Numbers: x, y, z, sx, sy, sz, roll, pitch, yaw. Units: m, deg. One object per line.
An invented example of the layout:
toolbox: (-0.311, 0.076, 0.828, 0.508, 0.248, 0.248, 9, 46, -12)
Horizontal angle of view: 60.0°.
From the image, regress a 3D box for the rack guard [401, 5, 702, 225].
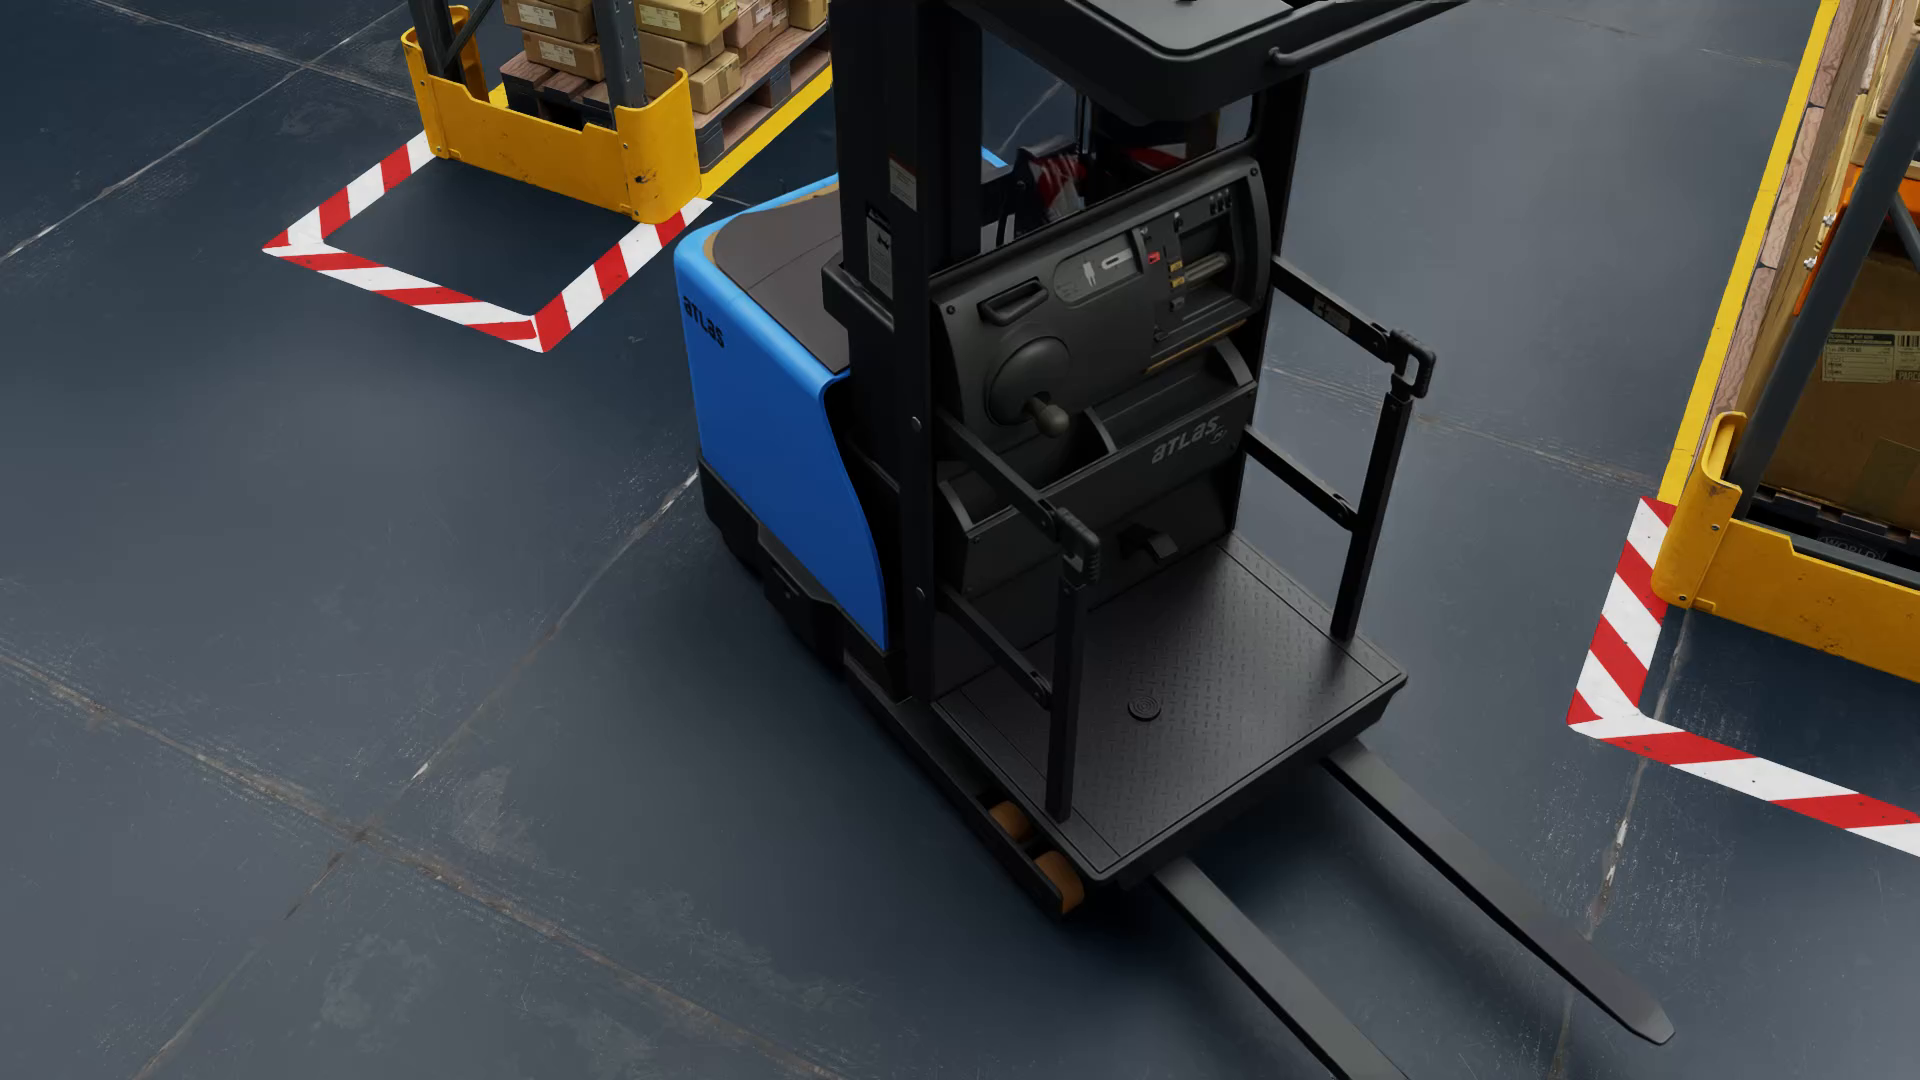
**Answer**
rack guard: (-1.605, -1.685, 6.564, 1.175, 0.500, 0.348, 20, 49, 19)

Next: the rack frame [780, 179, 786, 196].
rack frame: (-0.473, -0.718, 5.327, 0.006, 0.900, 0.240, -29, 52, -26)

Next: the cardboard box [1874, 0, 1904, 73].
cardboard box: (2.817, -1.382, 4.684, 0.380, 0.149, 0.250, 21, 49, 19)

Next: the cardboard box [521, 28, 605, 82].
cardboard box: (-1.581, -2.062, 6.888, 0.380, 0.149, 0.250, 21, 49, 20)

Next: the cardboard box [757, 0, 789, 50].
cardboard box: (-0.955, -2.236, 7.061, 0.380, 0.149, 0.250, 21, 49, 19)

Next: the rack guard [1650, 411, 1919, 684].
rack guard: (2.695, 0.079, 4.820, 1.175, 0.500, 0.348, 20, 49, 19)

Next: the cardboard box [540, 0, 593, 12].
cardboard box: (-1.619, -2.288, 6.693, 0.380, 0.149, 0.250, 21, 49, 19)

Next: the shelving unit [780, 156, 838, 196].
shelving unit: (-0.393, -0.763, 5.371, 0.210, 0.900, 0.258, -29, 52, -26)

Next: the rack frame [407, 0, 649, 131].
rack frame: (-1.640, -2.516, 5.628, 1.000, 3.000, 0.127, 20, 49, 19)

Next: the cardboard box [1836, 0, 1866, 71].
cardboard box: (4.186, -2.346, 6.658, 0.875, 0.875, 0.875, 20, 49, 19)

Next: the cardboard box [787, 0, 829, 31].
cardboard box: (-0.740, -2.361, 7.184, 0.380, 0.149, 0.250, 21, 49, 20)

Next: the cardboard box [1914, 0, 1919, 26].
cardboard box: (2.699, -1.524, 4.016, 0.500, 0.500, 0.500, 21, 49, 20)

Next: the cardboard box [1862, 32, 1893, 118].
cardboard box: (2.699, -1.224, 4.527, 0.380, 0.149, 0.250, 21, 49, 19)

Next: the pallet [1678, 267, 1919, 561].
pallet: (3.008, -0.364, 5.461, 1.003, 0.211, 1.213, 20, 49, 19)

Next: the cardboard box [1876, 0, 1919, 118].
cardboard box: (2.696, -1.259, 4.282, 0.500, 0.250, 0.500, 20, 49, 18)

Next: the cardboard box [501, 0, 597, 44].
cardboard box: (-1.648, -2.193, 6.808, 0.380, 0.149, 0.250, 19, 48, 18)

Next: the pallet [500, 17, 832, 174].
pallet: (-1.197, -2.084, 7.161, 1.003, 0.211, 1.213, 20, 49, 19)

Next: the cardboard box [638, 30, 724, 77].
cardboard box: (-1.170, -2.011, 6.629, 0.380, 0.149, 0.250, 22, 49, 21)

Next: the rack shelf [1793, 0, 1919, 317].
rack shelf: (3.634, -1.822, 5.447, 1.077, 0.370, 4.000, 20, 49, 19)

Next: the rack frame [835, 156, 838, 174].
rack frame: (-0.313, -0.807, 5.415, 0.006, 0.900, 0.240, -29, 52, -26)

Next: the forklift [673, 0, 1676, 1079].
forklift: (0.476, -0.466, 3.650, 1.130, 2.935, 3.031, -28, 52, -25)

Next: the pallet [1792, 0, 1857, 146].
pallet: (4.140, -1.901, 6.981, 1.003, 0.211, 1.213, 20, 49, 19)

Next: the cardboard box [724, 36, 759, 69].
cardboard box: (-1.065, -2.078, 6.904, 0.380, 0.149, 0.250, 20, 49, 19)

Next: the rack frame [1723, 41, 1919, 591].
rack frame: (2.706, -0.815, 3.946, 1.000, 3.000, 0.127, 20, 49, 19)

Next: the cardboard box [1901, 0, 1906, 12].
cardboard box: (2.932, -1.579, 4.598, 0.500, 0.250, 0.500, 20, 49, 18)

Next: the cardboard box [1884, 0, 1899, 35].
cardboard box: (2.934, -1.539, 4.839, 0.380, 0.149, 0.250, 21, 49, 20)

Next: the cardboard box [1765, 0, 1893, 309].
cardboard box: (3.355, -1.218, 5.544, 0.875, 0.875, 0.875, 20, 49, 19)

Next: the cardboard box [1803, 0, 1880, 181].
cardboard box: (3.768, -1.779, 6.098, 0.875, 0.875, 0.875, 20, 49, 19)

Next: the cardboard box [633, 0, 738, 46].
cardboard box: (-1.096, -2.088, 6.496, 0.380, 0.149, 0.250, 18, 48, 17)

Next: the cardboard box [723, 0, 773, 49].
cardboard box: (-0.993, -2.165, 6.781, 0.380, 0.149, 0.250, 20, 49, 19)

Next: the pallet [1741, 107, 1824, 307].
pallet: (3.575, -1.130, 6.218, 1.003, 0.211, 1.213, 20, 49, 19)

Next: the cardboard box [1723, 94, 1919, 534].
cardboard box: (2.932, -0.645, 4.977, 0.875, 0.875, 0.875, 20, 49, 19)

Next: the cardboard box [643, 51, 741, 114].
cardboard box: (-1.114, -1.886, 6.714, 0.380, 0.149, 0.250, 21, 49, 20)

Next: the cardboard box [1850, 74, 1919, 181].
cardboard box: (2.580, -1.059, 4.365, 0.380, 0.149, 0.250, 21, 49, 20)

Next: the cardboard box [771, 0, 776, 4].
cardboard box: (-0.957, -2.349, 6.962, 0.380, 0.149, 0.250, 21, 49, 20)
